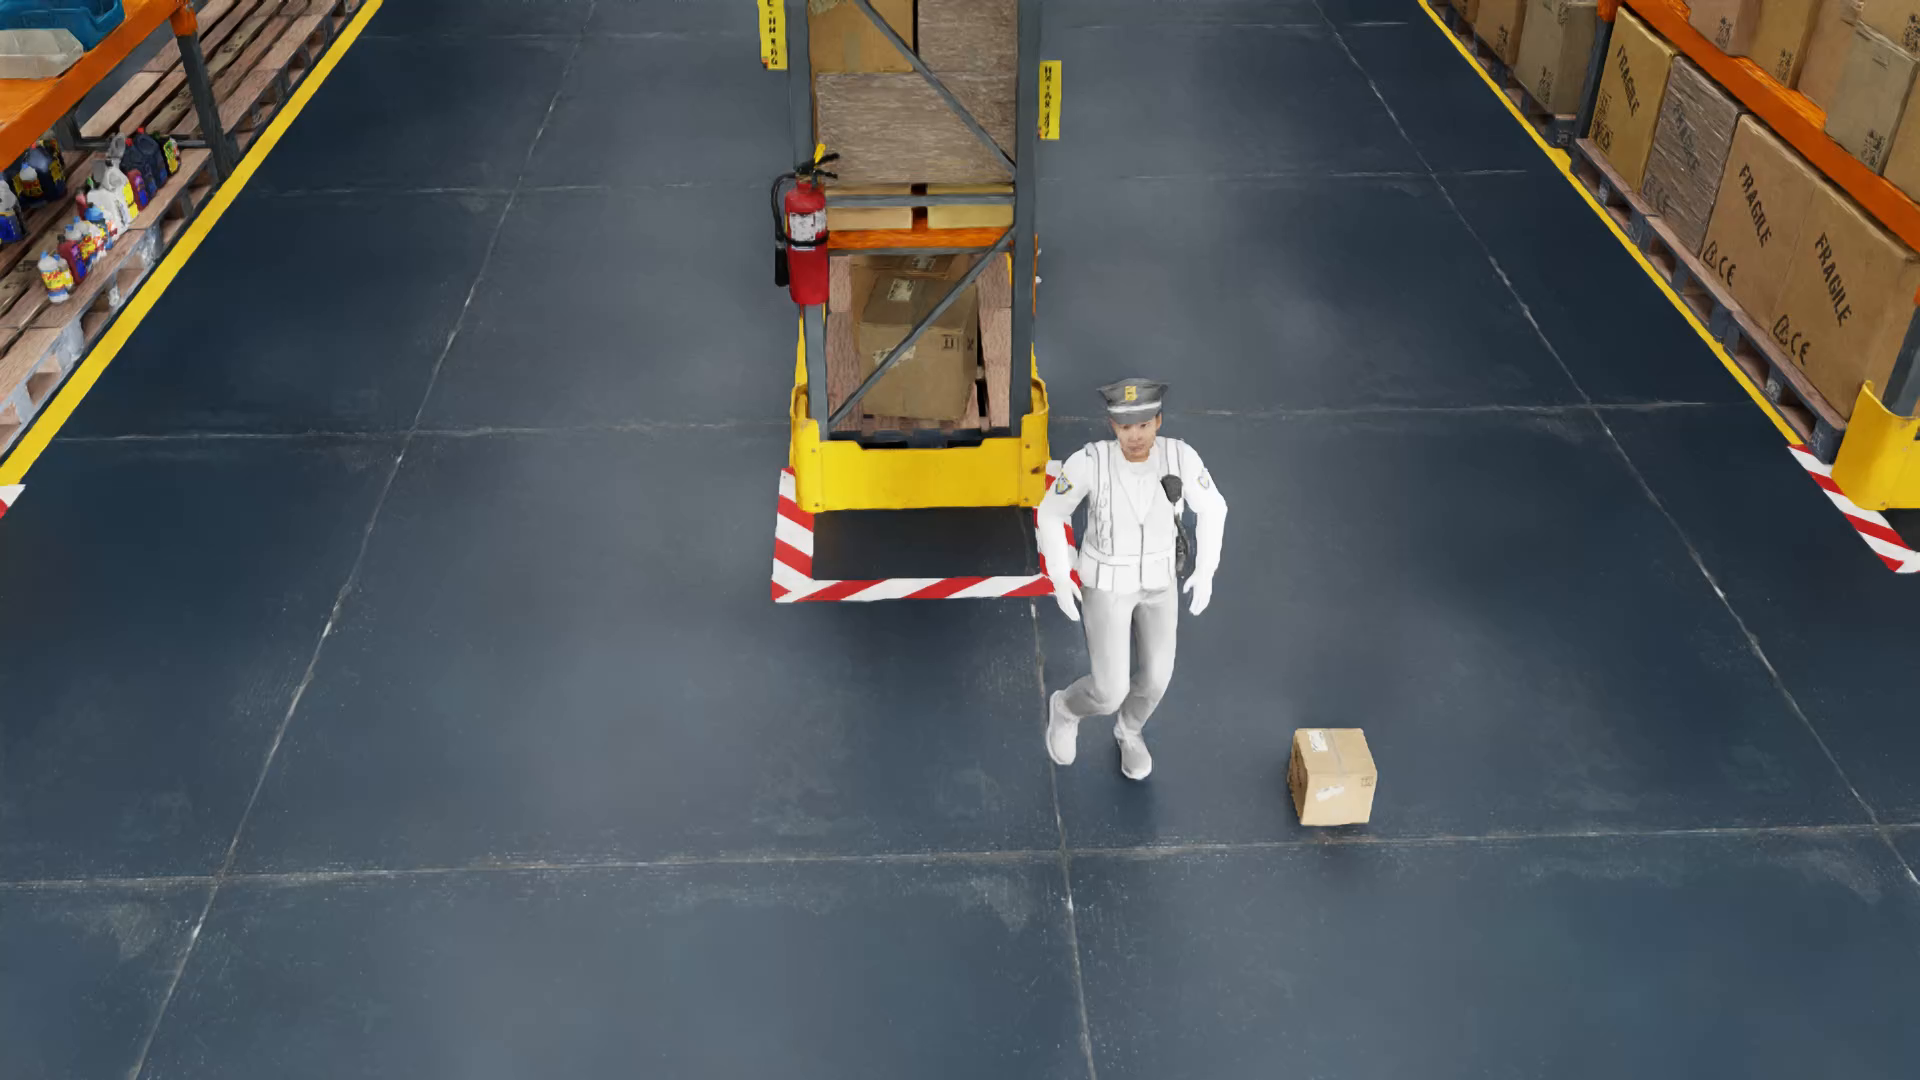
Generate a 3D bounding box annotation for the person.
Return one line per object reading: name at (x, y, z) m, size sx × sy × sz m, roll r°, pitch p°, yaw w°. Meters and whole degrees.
person at (0.636, 0.169, 5.914) m, size 0.651 × 1.665 × 0.461 m, roll -10°, pitch 37°, yaw -13°
